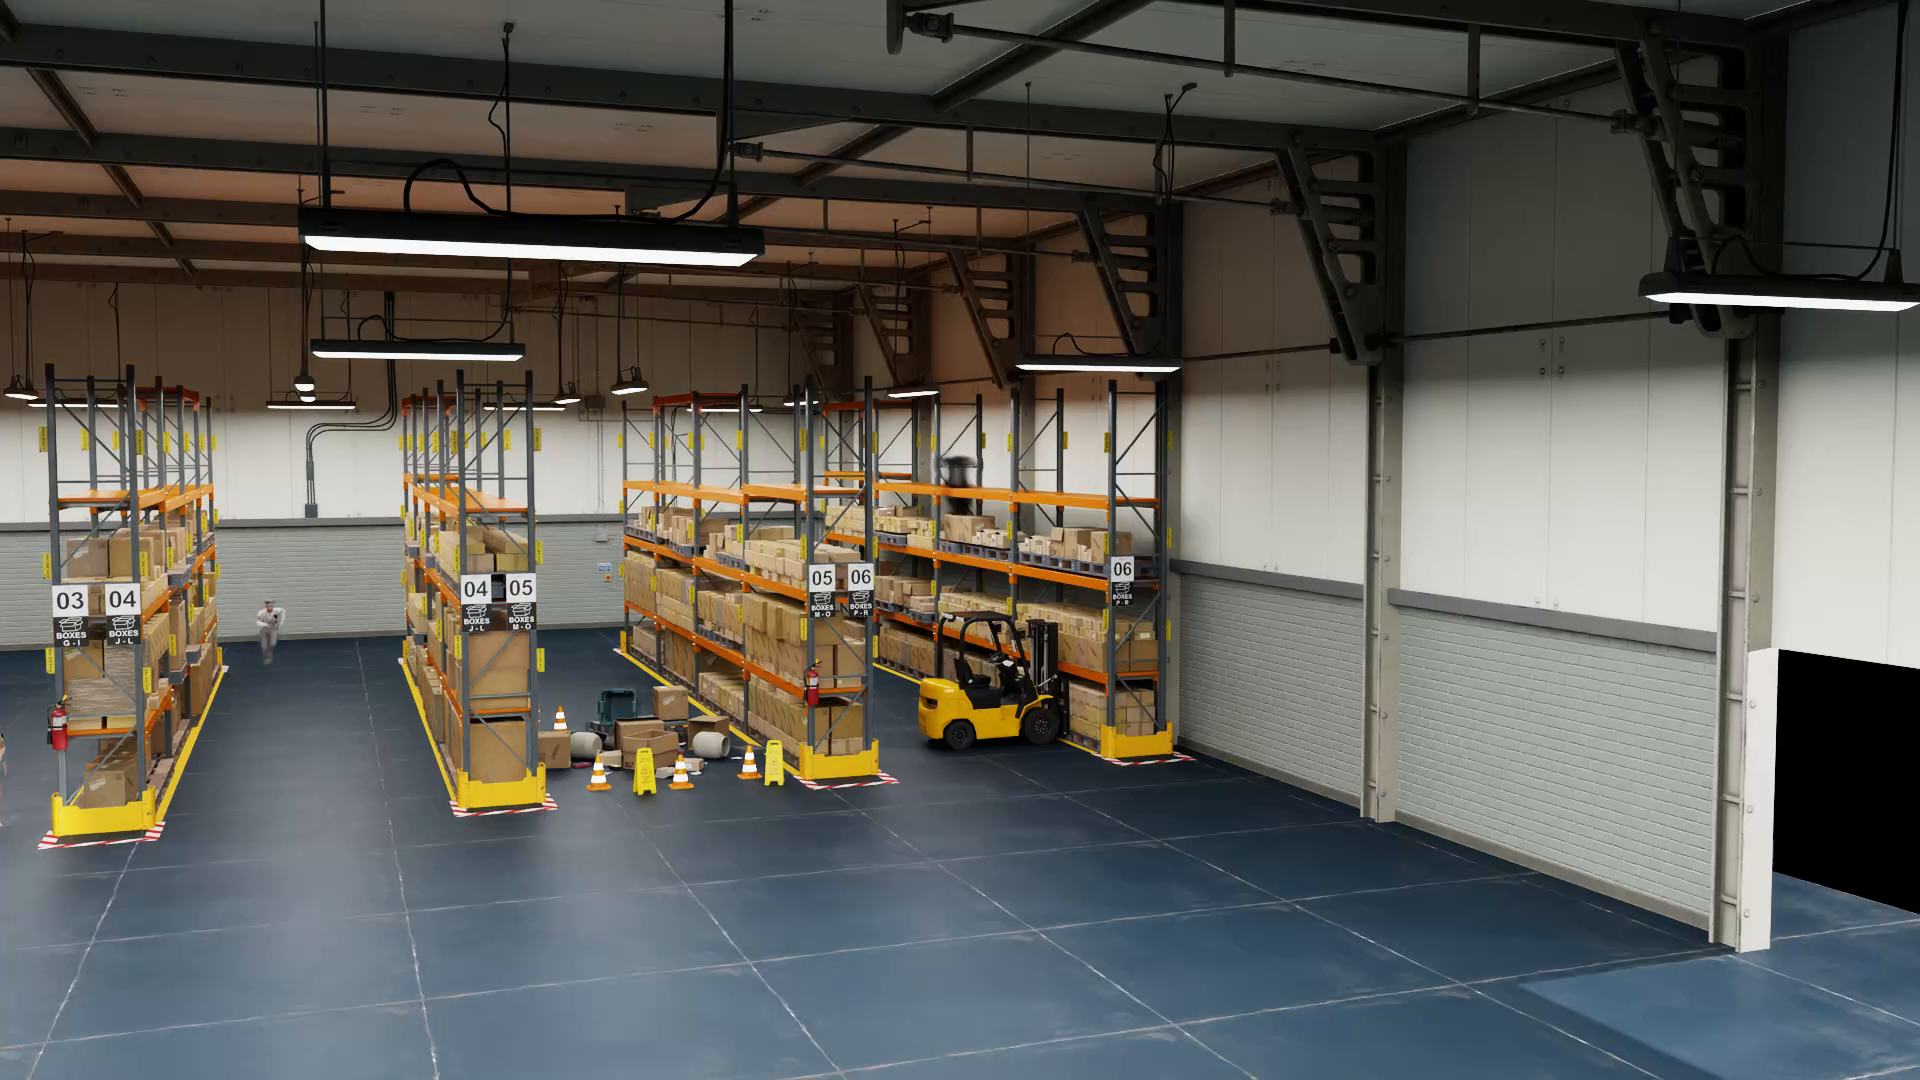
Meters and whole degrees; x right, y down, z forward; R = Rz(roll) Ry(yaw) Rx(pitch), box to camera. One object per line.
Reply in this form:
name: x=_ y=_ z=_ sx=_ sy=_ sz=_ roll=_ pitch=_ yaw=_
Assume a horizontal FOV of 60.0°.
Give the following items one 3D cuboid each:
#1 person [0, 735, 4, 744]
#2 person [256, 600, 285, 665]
person: x=-12.286 y=2.645 z=20.851 sx=0.358 sy=0.588 sz=0.542 roll=3 pitch=4 yaw=39
person: x=-15.436 y=2.069 z=37.257 sx=0.641 sy=1.499 sz=0.863 roll=-2 pitch=4 yaw=-31
